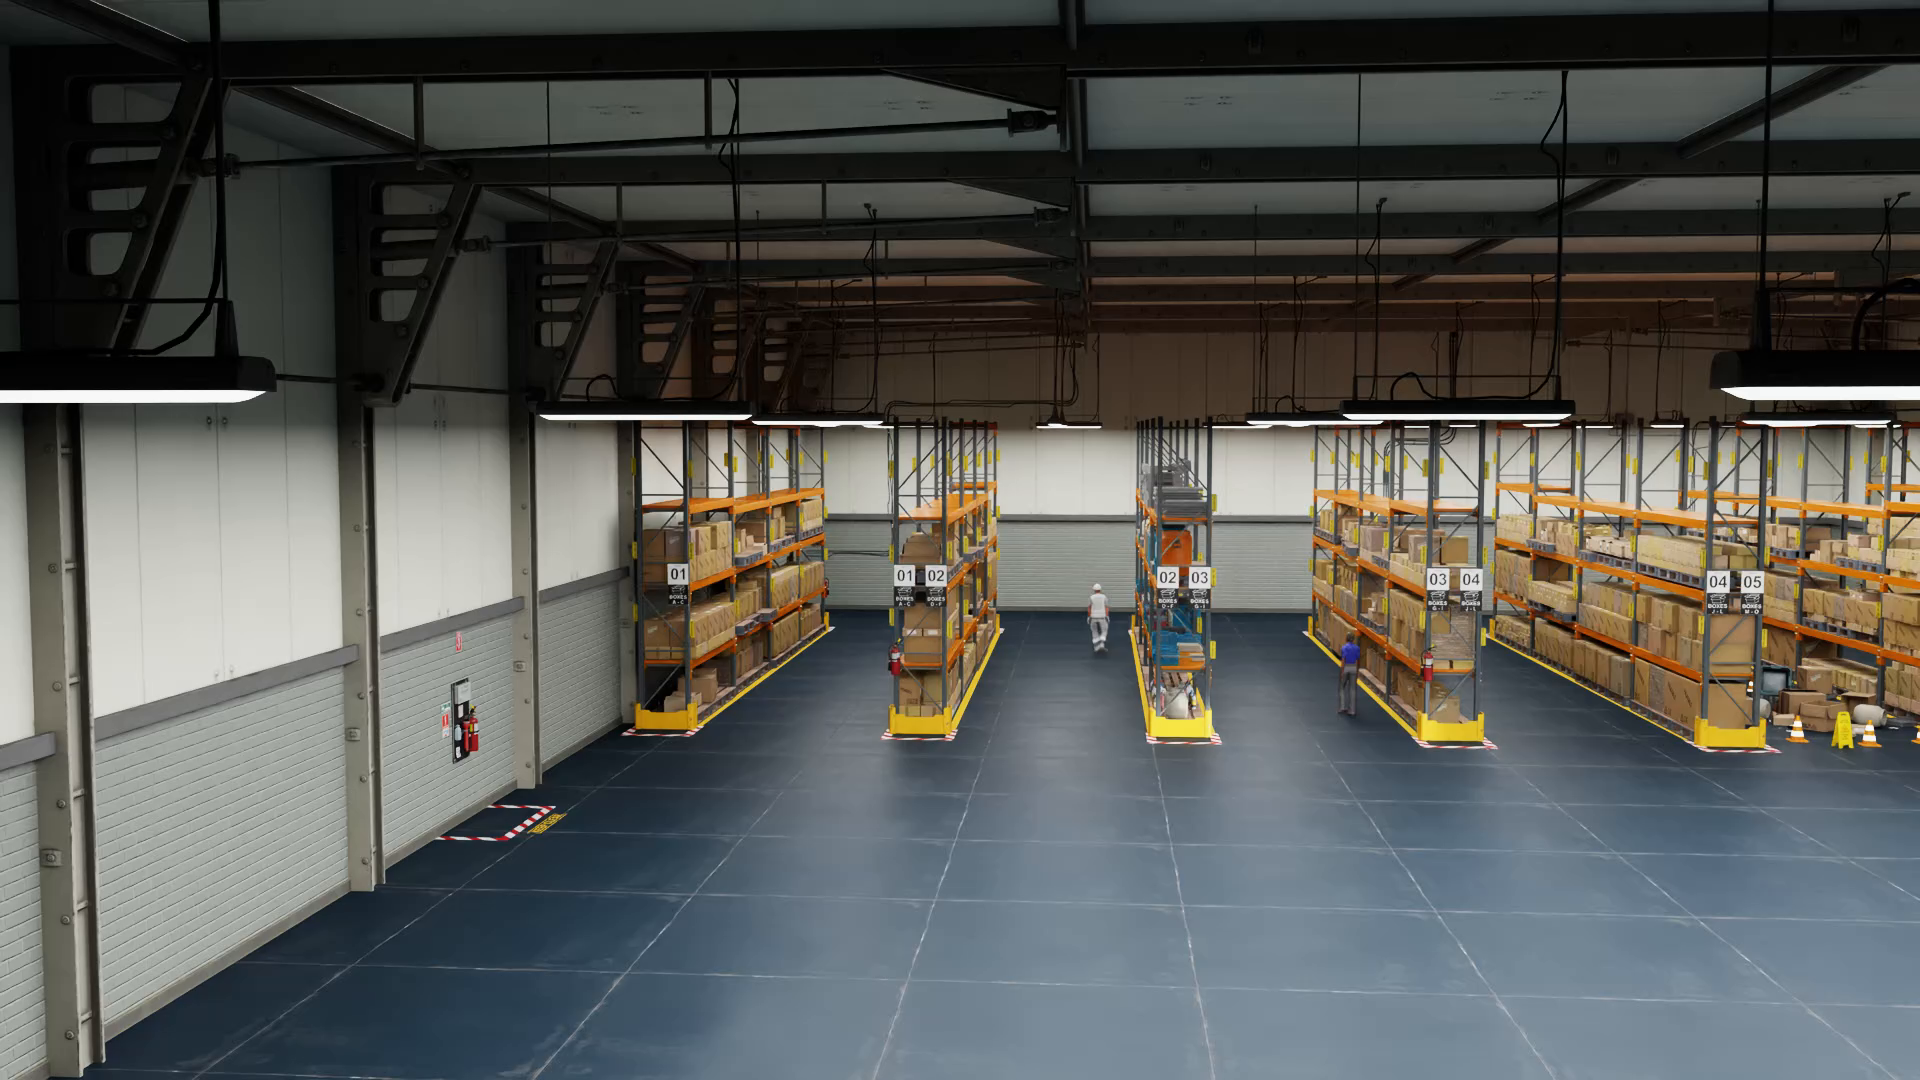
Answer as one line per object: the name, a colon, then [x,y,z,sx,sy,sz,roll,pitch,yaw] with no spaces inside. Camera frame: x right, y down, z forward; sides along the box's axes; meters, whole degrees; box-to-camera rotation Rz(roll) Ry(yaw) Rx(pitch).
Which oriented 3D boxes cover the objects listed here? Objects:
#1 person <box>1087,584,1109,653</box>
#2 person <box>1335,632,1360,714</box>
person: [3.578,2.029,43.020,0.573,1.787,0.551,0,4,3]
person: [7.898,2.727,33.702,0.456,1.705,0.595,0,4,-2]
